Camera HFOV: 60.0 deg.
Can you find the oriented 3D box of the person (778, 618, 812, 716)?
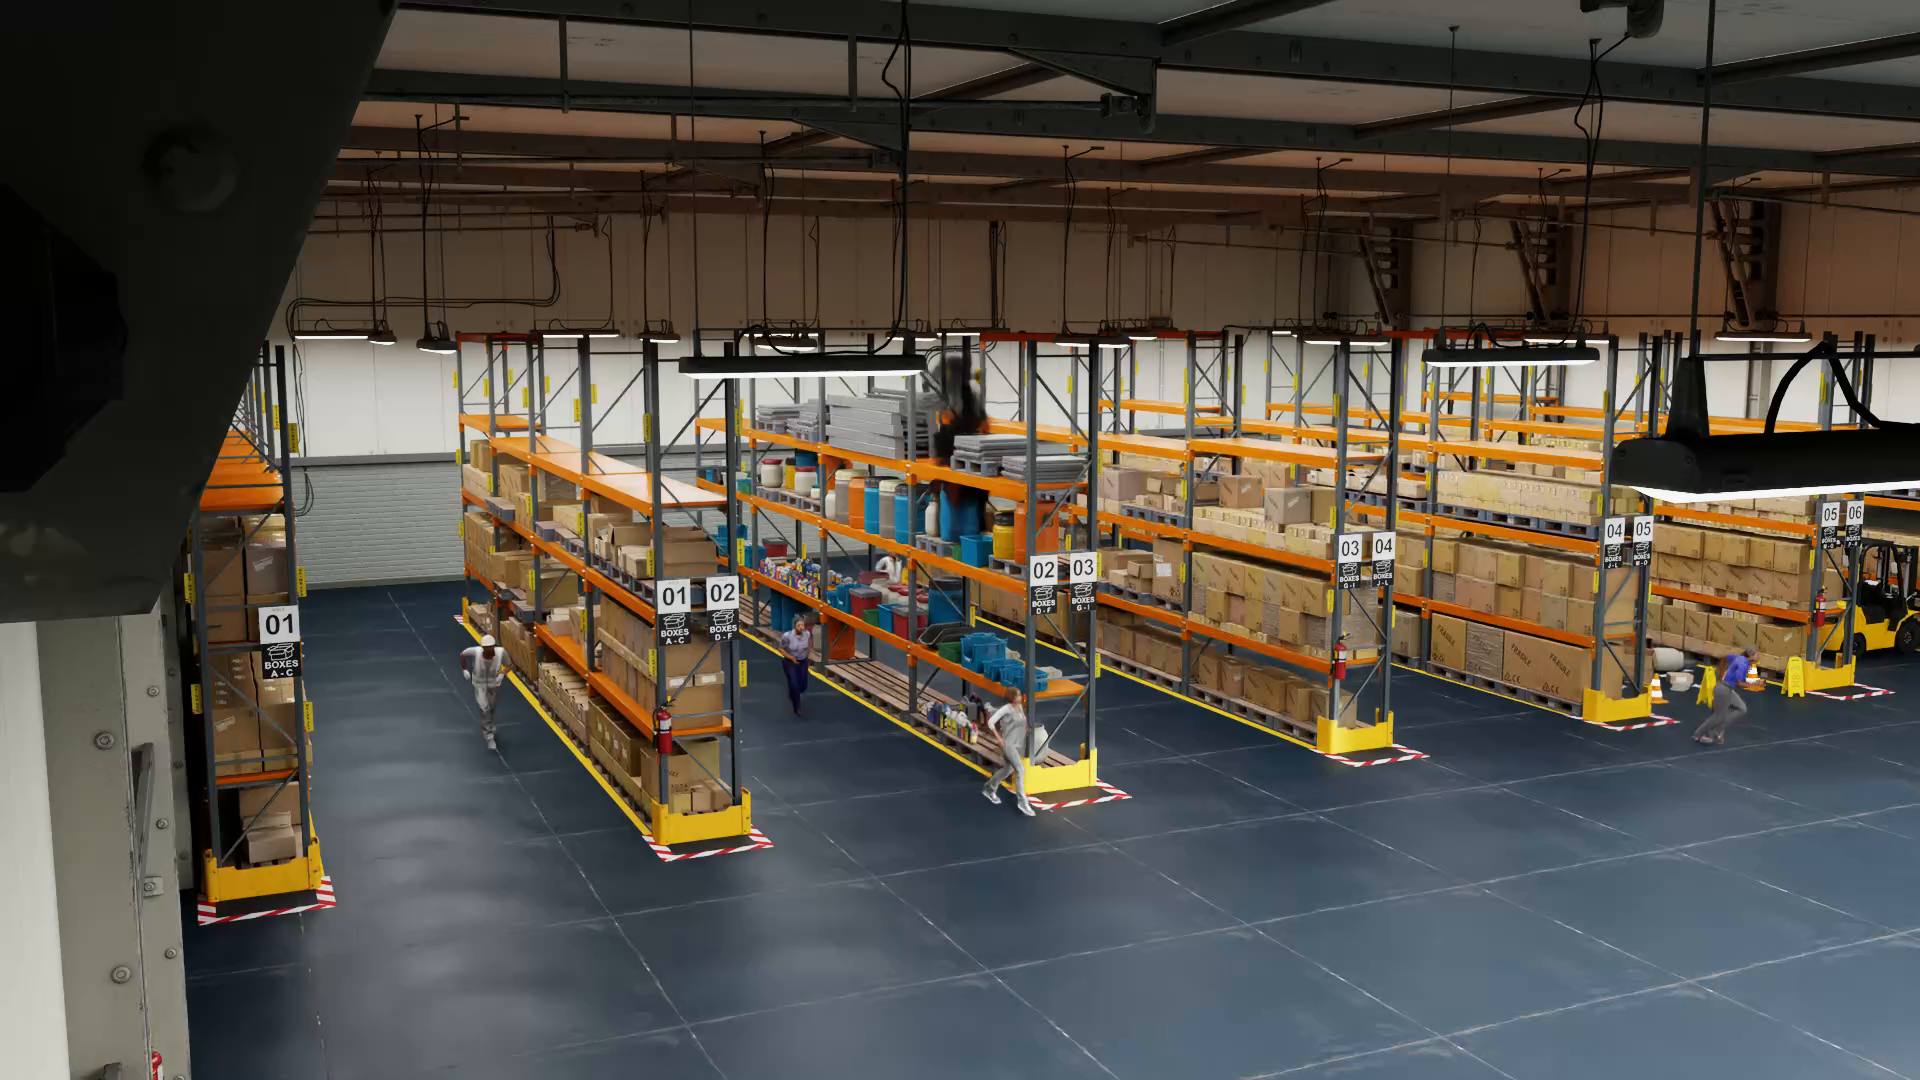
[{"bbox_3d":[-2.629,1.997,26.508,0.590,1.601,0.714,-3,8,-23],"label":"person"}]

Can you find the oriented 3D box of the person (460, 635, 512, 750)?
[{"bbox_3d":[-7.034,2.195,24.717,0.729,1.732,1.056,-3,8,-20],"label":"person"}]

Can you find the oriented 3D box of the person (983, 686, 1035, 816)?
[{"bbox_3d":[0.648,2.670,21.314,0.791,1.622,0.553,4,9,25],"label":"person"}]

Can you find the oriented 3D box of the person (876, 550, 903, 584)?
[{"bbox_3d":[-1.467,0.935,33.895,0.672,1.755,0.817,-5,9,-32],"label":"person"}]

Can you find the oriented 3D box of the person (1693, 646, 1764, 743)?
[{"bbox_3d":[11.383,2.332,24.619,0.911,1.378,0.607,3,8,22],"label":"person"}]
